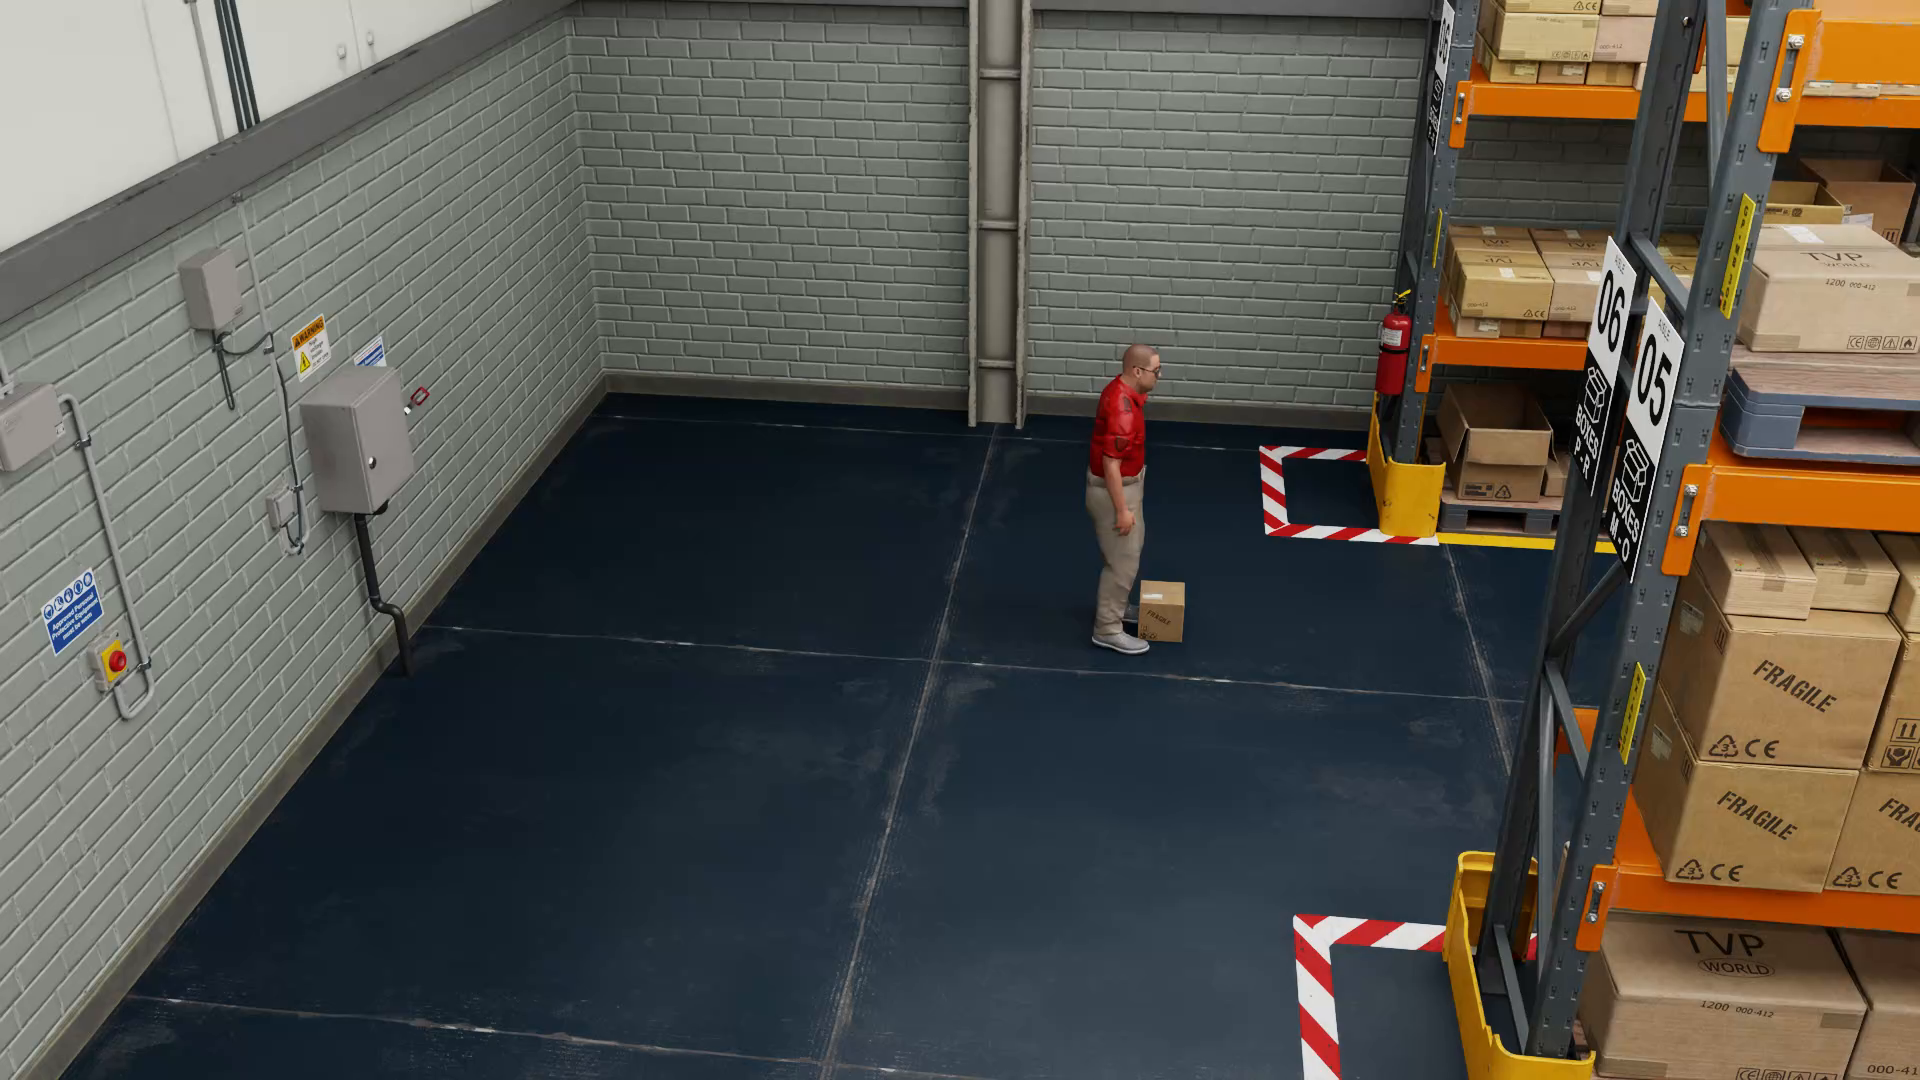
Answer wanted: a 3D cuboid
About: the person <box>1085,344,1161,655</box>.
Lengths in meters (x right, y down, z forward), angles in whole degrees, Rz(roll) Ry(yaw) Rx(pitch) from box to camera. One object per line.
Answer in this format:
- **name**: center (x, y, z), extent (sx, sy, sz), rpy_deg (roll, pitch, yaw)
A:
- **person**: center (0.905, -0.254, 9.112), extent (0.428, 1.726, 0.585), rpy_deg (3, 28, 6)
